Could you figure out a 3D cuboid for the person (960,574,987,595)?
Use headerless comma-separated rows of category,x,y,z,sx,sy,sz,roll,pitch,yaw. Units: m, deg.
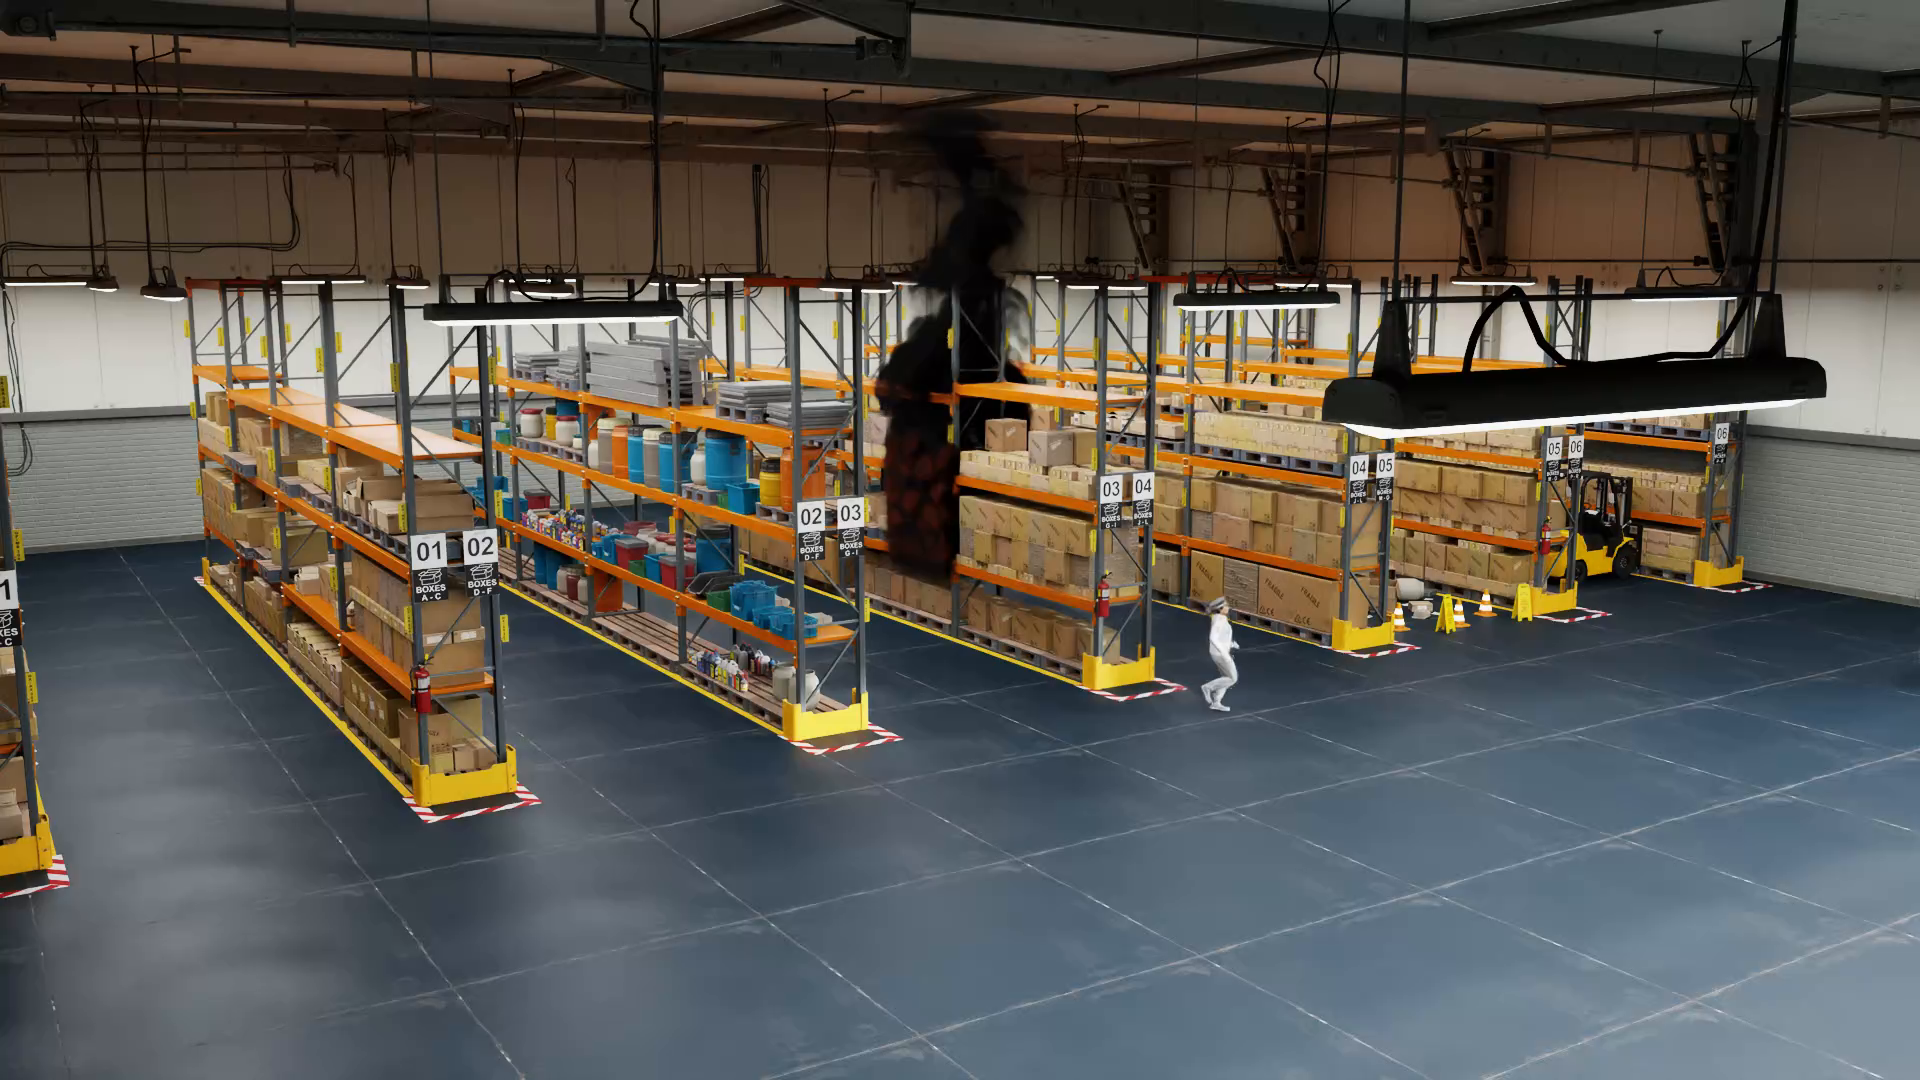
person,0.208,0.124,31.897,0.703,1.835,0.832,-7,12,-35

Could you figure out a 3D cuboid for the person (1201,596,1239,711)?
person,3.687,1.612,23.546,0.554,1.656,0.616,0,10,2
